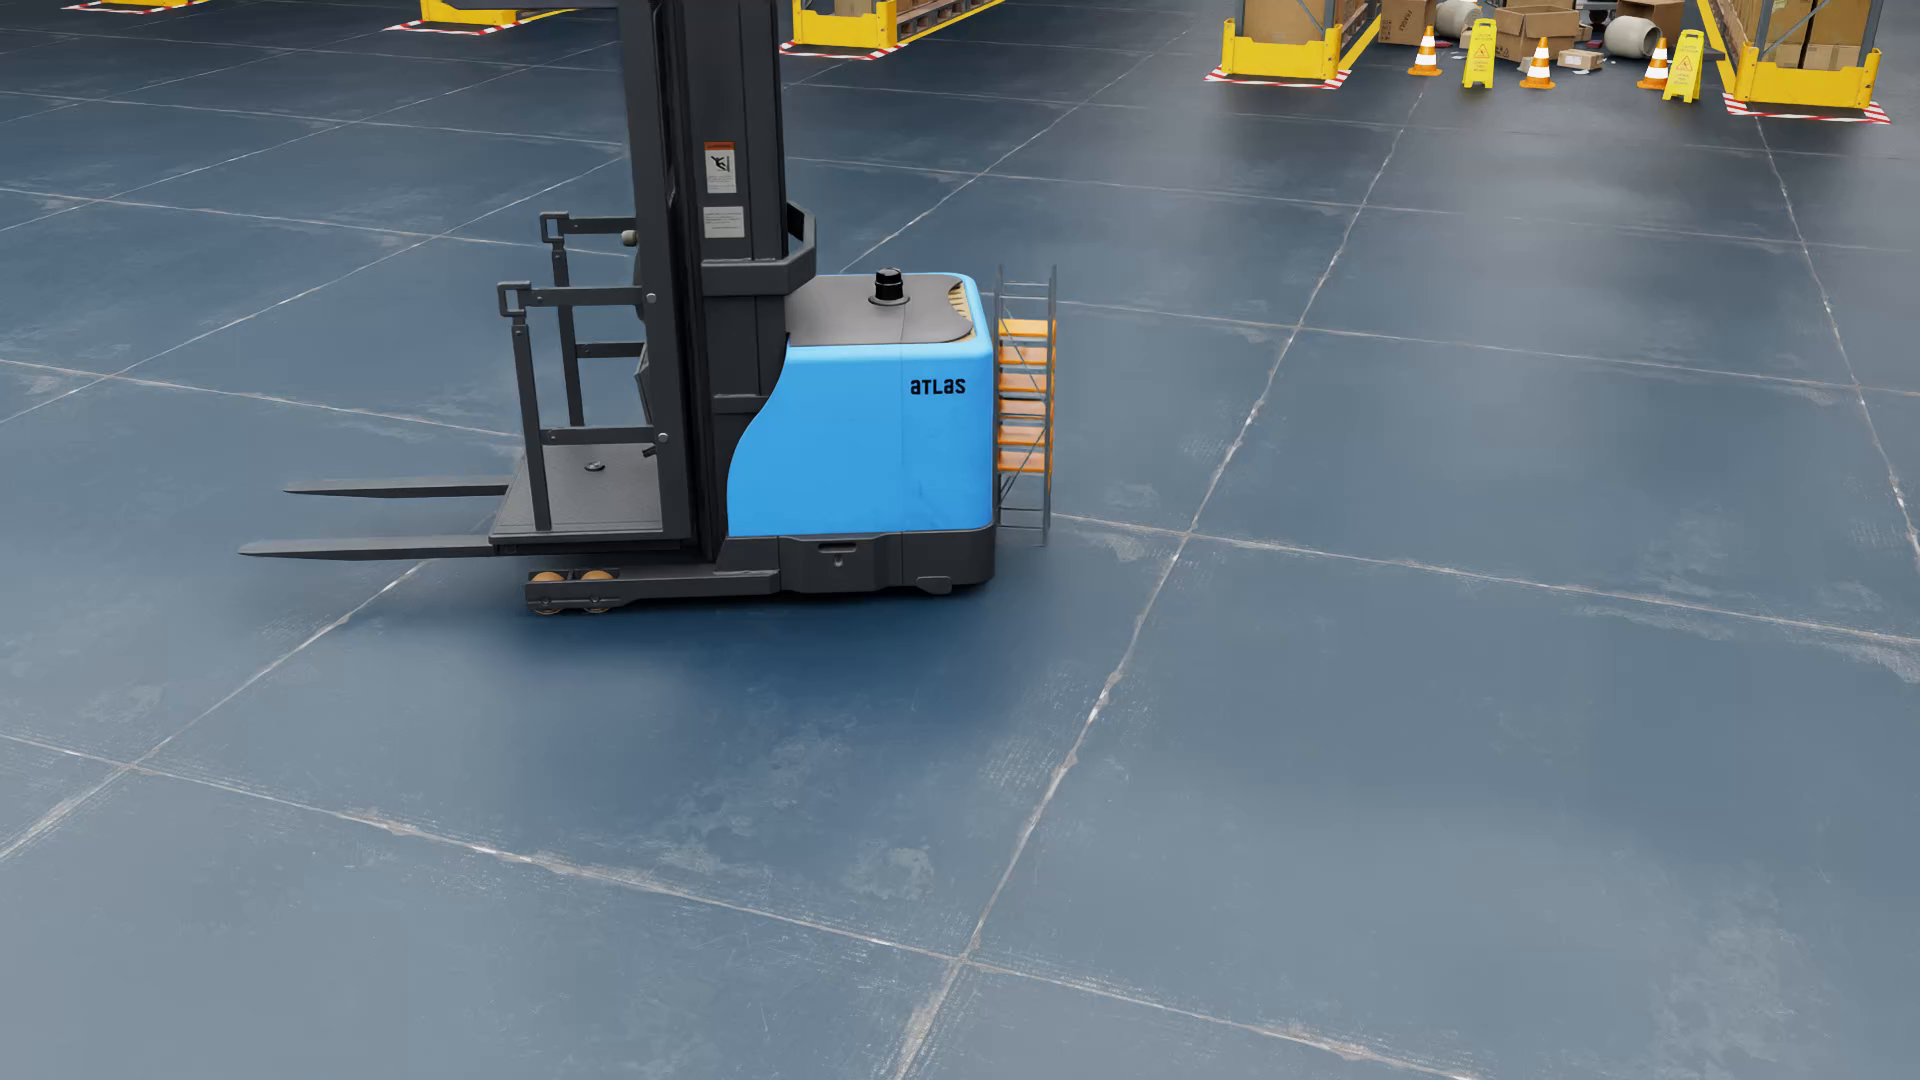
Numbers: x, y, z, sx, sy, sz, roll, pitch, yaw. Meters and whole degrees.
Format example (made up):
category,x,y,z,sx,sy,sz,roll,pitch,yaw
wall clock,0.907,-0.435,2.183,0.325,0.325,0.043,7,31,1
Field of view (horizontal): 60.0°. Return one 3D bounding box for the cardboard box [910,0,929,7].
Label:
category,x,y,z,sx,sy,sz,roll,pitch,yaw
cardboard box,-0.712,-6.782,20.202,0.500,0.500,0.500,11,28,22

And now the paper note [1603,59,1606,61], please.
category,x,y,z,sx,sy,sz,roll,pitch,yaw
paper note,6.879,-5.185,17.936,0.148,0.019,0.142,20,32,35

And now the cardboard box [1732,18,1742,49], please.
category,x,y,z,sx,sy,sz,roll,pitch,yaw
cardboard box,8.381,-5.272,17.370,0.500,0.250,0.500,8,27,16

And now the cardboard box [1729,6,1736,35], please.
category,x,y,z,sx,sy,sz,roll,pitch,yaw
cardboard box,8.730,-5.693,18.239,0.500,0.250,0.500,10,28,20

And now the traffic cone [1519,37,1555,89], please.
category,x,y,z,sx,sy,sz,roll,pitch,yaw
traffic cone,5.784,-4.765,16.560,0.336,0.463,0.334,9,27,17

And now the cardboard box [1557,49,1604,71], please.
category,x,y,z,sx,sy,sz,roll,pitch,yaw
cardboard box,6.548,-5.070,17.550,0.250,0.149,0.380,-20,33,-36

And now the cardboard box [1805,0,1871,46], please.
category,x,y,z,sx,sy,sz,roll,pitch,yaw
cardboard box,8.554,-5.112,16.179,0.500,0.500,0.500,8,27,16

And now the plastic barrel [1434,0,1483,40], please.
category,x,y,z,sx,sy,sz,roll,pitch,yaw
plastic barrel,5.716,-5.994,19.143,0.421,0.421,0.512,-14,29,-27

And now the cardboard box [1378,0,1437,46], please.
category,x,y,z,sx,sy,sz,roll,pitch,yaw
cardboard box,5.098,-5.931,18.923,0.500,0.500,0.500,14,29,26

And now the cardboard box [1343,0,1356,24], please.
category,x,y,z,sx,sy,sz,roll,pitch,yaw
cardboard box,4.075,-6.455,19.097,0.875,0.875,0.875,9,27,18

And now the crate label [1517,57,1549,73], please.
category,x,y,z,sx,sy,sz,roll,pitch,yaw
crate label,5.987,-4.950,17.317,0.250,0.136,0.298,-5,26,-9

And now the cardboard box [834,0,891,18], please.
category,x,y,z,sx,sy,sz,roll,pitch,yaw
cardboard box,-1.104,-6.277,19.159,0.500,0.500,0.500,14,29,27

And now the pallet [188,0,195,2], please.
category,x,y,z,sx,sy,sz,roll,pitch,yaw
pallet,-10.453,-7.462,22.420,1.003,0.211,1.213,9,27,17

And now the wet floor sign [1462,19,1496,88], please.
category,x,y,z,sx,sy,sz,roll,pitch,yaw
wet floor sign,5.173,-4.839,16.505,0.267,0.644,0.232,4,26,8

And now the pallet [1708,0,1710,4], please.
category,x,y,z,sx,sy,sz,roll,pitch,yaw
pallet,10.418,-7.233,21.947,1.003,0.211,1.213,9,27,17

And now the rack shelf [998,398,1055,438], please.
category,x,y,z,sx,sy,sz,roll,pitch,yaw
rack shelf,0.268,-0.518,7.046,0.258,0.103,0.180,3,26,6

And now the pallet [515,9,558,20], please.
category,x,y,z,sx,sy,sz,roll,pitch,yaw
pallet,-5.742,-6.793,21.038,1.003,0.211,1.213,9,27,17

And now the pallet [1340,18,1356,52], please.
category,x,y,z,sx,sy,sz,roll,pitch,yaw
pallet,3.916,-5.783,18.951,1.003,0.211,1.213,9,27,17

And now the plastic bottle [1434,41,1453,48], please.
category,x,y,z,sx,sy,sz,roll,pitch,yaw
plastic bottle,5.390,-5.573,18.690,0.283,0.061,0.133,0,26,-1

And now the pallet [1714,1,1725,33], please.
category,x,y,z,sx,sy,sz,roll,pitch,yaw
pallet,9.606,-6.231,19.876,1.003,0.211,1.213,9,27,17

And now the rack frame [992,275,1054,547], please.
category,x,y,z,sx,sy,sz,roll,pitch,yaw
rack frame,0.258,-0.519,6.945,0.240,1.200,0.006,3,26,6

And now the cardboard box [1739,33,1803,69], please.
category,x,y,z,sx,sy,sz,roll,pitch,yaw
cardboard box,8.041,-4.854,16.507,0.500,0.250,0.500,9,27,17

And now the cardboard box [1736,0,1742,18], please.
category,x,y,z,sx,sy,sz,roll,pitch,yaw
cardboard box,8.556,-5.817,17.634,0.500,0.500,0.500,10,28,20

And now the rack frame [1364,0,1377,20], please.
category,x,y,z,sx,sy,sz,roll,pitch,yaw
rack frame,4.647,-7.842,20.004,1.000,3.000,0.127,9,27,17

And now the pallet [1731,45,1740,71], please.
category,x,y,z,sx,sy,sz,roll,pitch,yaw
pallet,8.754,-5.126,17.595,1.003,0.211,1.213,9,27,17

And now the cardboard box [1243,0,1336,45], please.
category,x,y,z,sx,sy,sz,roll,pitch,yaw
cardboard box,3.479,-5.719,17.576,0.875,0.875,0.875,9,27,18

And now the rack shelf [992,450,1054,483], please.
category,x,y,z,sx,sy,sz,roll,pitch,yaw
rack shelf,0.268,-0.302,7.150,0.258,0.103,0.180,3,26,6

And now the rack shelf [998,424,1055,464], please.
category,x,y,z,sx,sy,sz,roll,pitch,yaw
rack shelf,0.268,-0.410,7.098,0.258,0.103,0.180,3,26,6

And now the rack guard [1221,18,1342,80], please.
category,x,y,z,sx,sy,sz,roll,pitch,yaw
rack guard,3.308,-5.063,17.133,1.175,0.500,0.348,9,27,17

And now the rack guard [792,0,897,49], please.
category,x,y,z,sx,sy,sz,roll,pitch,yaw
rack guard,-1.303,-5.865,18.790,1.175,0.500,0.348,9,27,17

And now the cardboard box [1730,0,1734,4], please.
category,x,y,z,sx,sy,sz,roll,pitch,yaw
cardboard box,8.897,-6.251,18.532,0.500,0.500,0.500,10,28,20

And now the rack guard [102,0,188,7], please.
category,x,y,z,sx,sy,sz,roll,pitch,yaw
rack guard,-10.676,-7.262,21.675,1.175,0.500,0.348,9,27,17

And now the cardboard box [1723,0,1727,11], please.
category,x,y,z,sx,sy,sz,roll,pitch,yaw
cardboard box,9.521,-6.388,19.534,0.950,0.372,0.625,9,27,18

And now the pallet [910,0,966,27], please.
category,x,y,z,sx,sy,sz,roll,pitch,yaw
pallet,-0.591,-6.563,20.564,1.003,0.211,1.213,9,27,17

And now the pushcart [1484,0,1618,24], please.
category,x,y,z,sx,sy,sz,roll,pitch,yaw
pushcart,7.182,-6.295,19.819,1.648,0.377,0.936,0,26,-1

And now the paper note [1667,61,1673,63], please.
category,x,y,z,sx,sy,sz,roll,pitch,yaw
paper note,7.583,-5.135,17.821,0.142,0.019,0.148,0,26,-1

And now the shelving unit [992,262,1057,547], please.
category,x,y,z,sx,sy,sz,roll,pitch,yaw
shelving unit,0.268,-0.558,7.027,0.258,1.200,0.189,3,26,6

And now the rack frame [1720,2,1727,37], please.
category,x,y,z,sx,sy,sz,roll,pitch,yaw
rack frame,9.348,-7.165,18.607,1.000,3.000,0.127,9,27,17

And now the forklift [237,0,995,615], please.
category,x,y,z,sx,sy,sz,roll,pitch,yaw
forklift,-1.399,-1.260,6.490,3.031,2.935,1.130,-2,26,-4

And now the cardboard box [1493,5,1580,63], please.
category,x,y,z,sx,sy,sz,roll,pitch,yaw
cardboard box,6.214,-5.487,18.005,0.797,0.503,0.637,-9,27,-18

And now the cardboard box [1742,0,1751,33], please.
category,x,y,z,sx,sy,sz,roll,pitch,yaw
cardboard box,8.208,-5.393,16.759,0.500,0.500,0.500,10,28,19

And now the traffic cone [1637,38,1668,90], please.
category,x,y,z,sx,sy,sz,roll,pitch,yaw
traffic cone,6.944,-4.744,16.516,0.336,0.463,0.334,9,27,17
